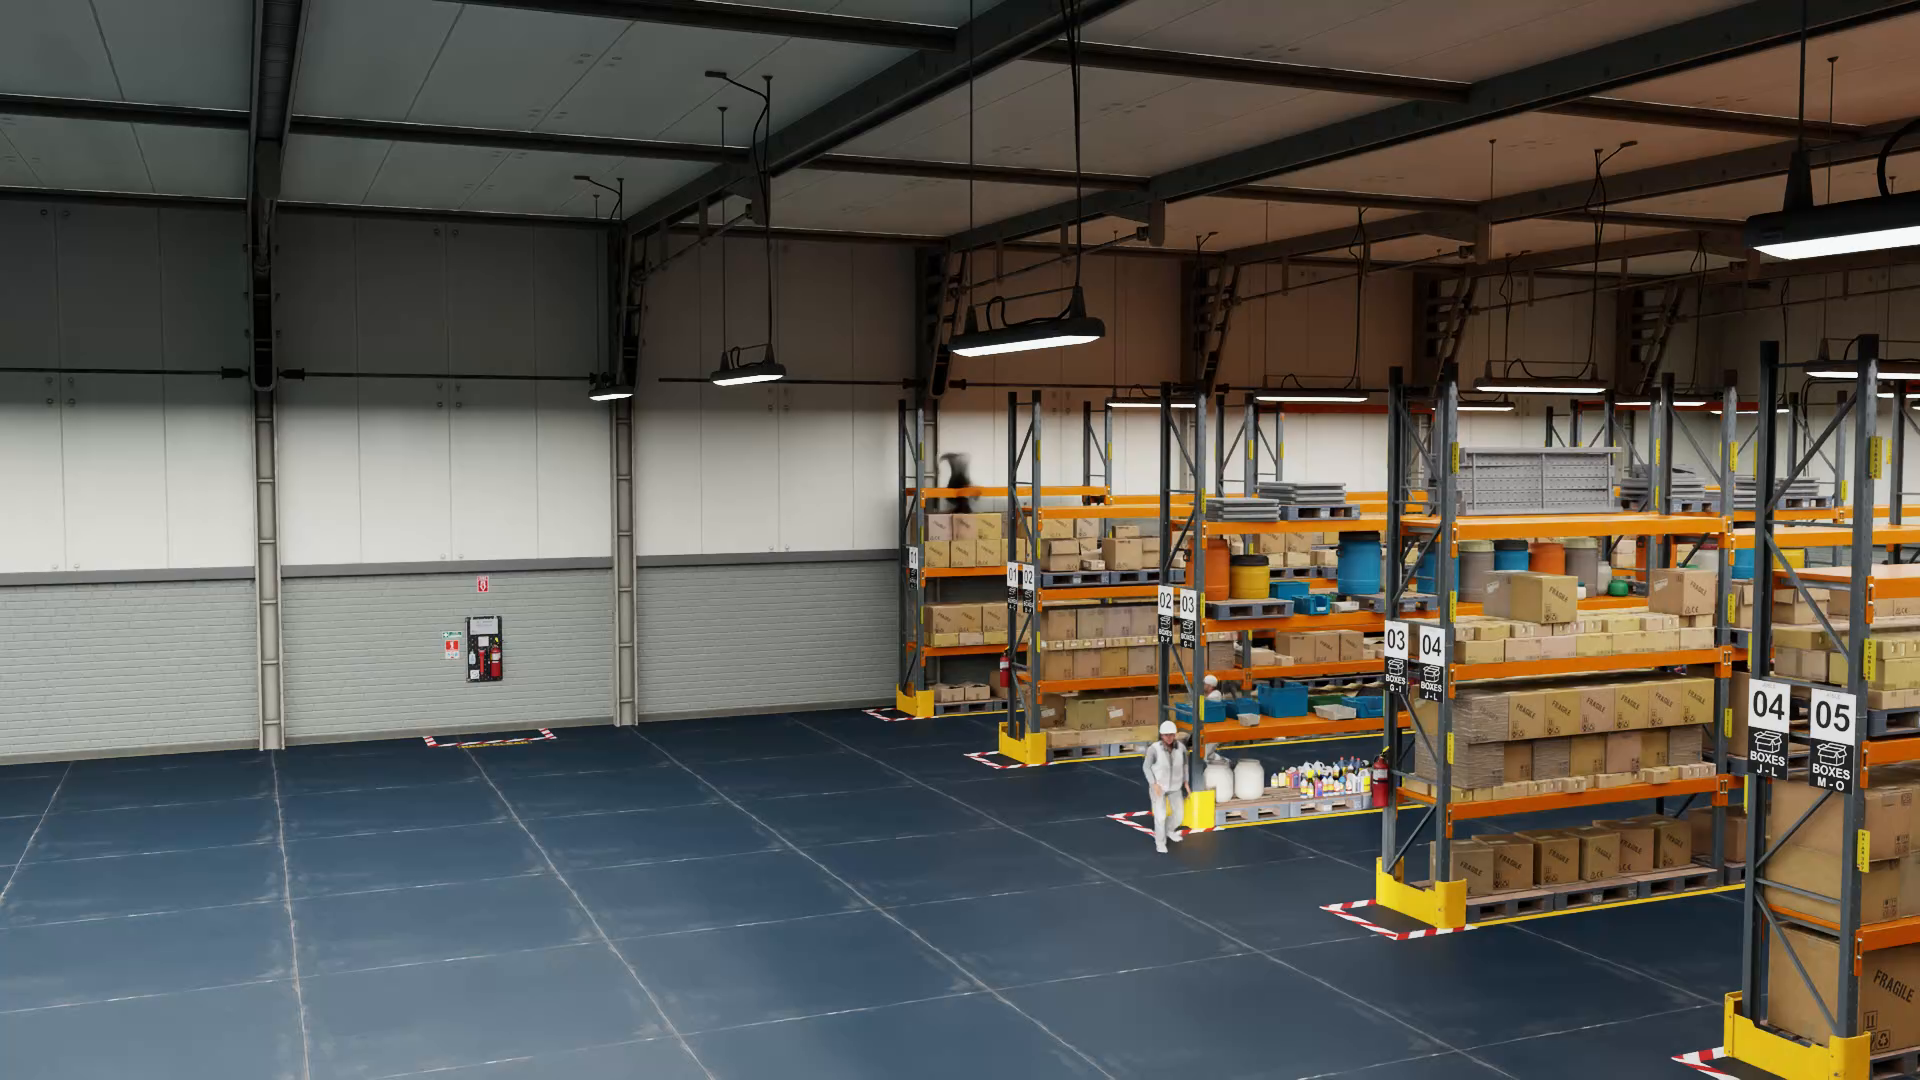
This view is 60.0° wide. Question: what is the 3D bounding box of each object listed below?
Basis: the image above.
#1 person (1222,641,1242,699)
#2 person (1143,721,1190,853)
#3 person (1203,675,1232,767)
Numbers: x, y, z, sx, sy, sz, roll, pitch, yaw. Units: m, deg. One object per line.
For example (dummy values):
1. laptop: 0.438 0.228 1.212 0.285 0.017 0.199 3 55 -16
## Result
1. person: 5.030 2.479 31.285 0.861 1.740 0.554 -2 4 -25
2. person: 2.592 3.087 20.956 0.669 1.704 0.795 -1 3 -12
3. person: 3.866 2.868 25.158 0.581 1.694 0.773 0 3 -8
